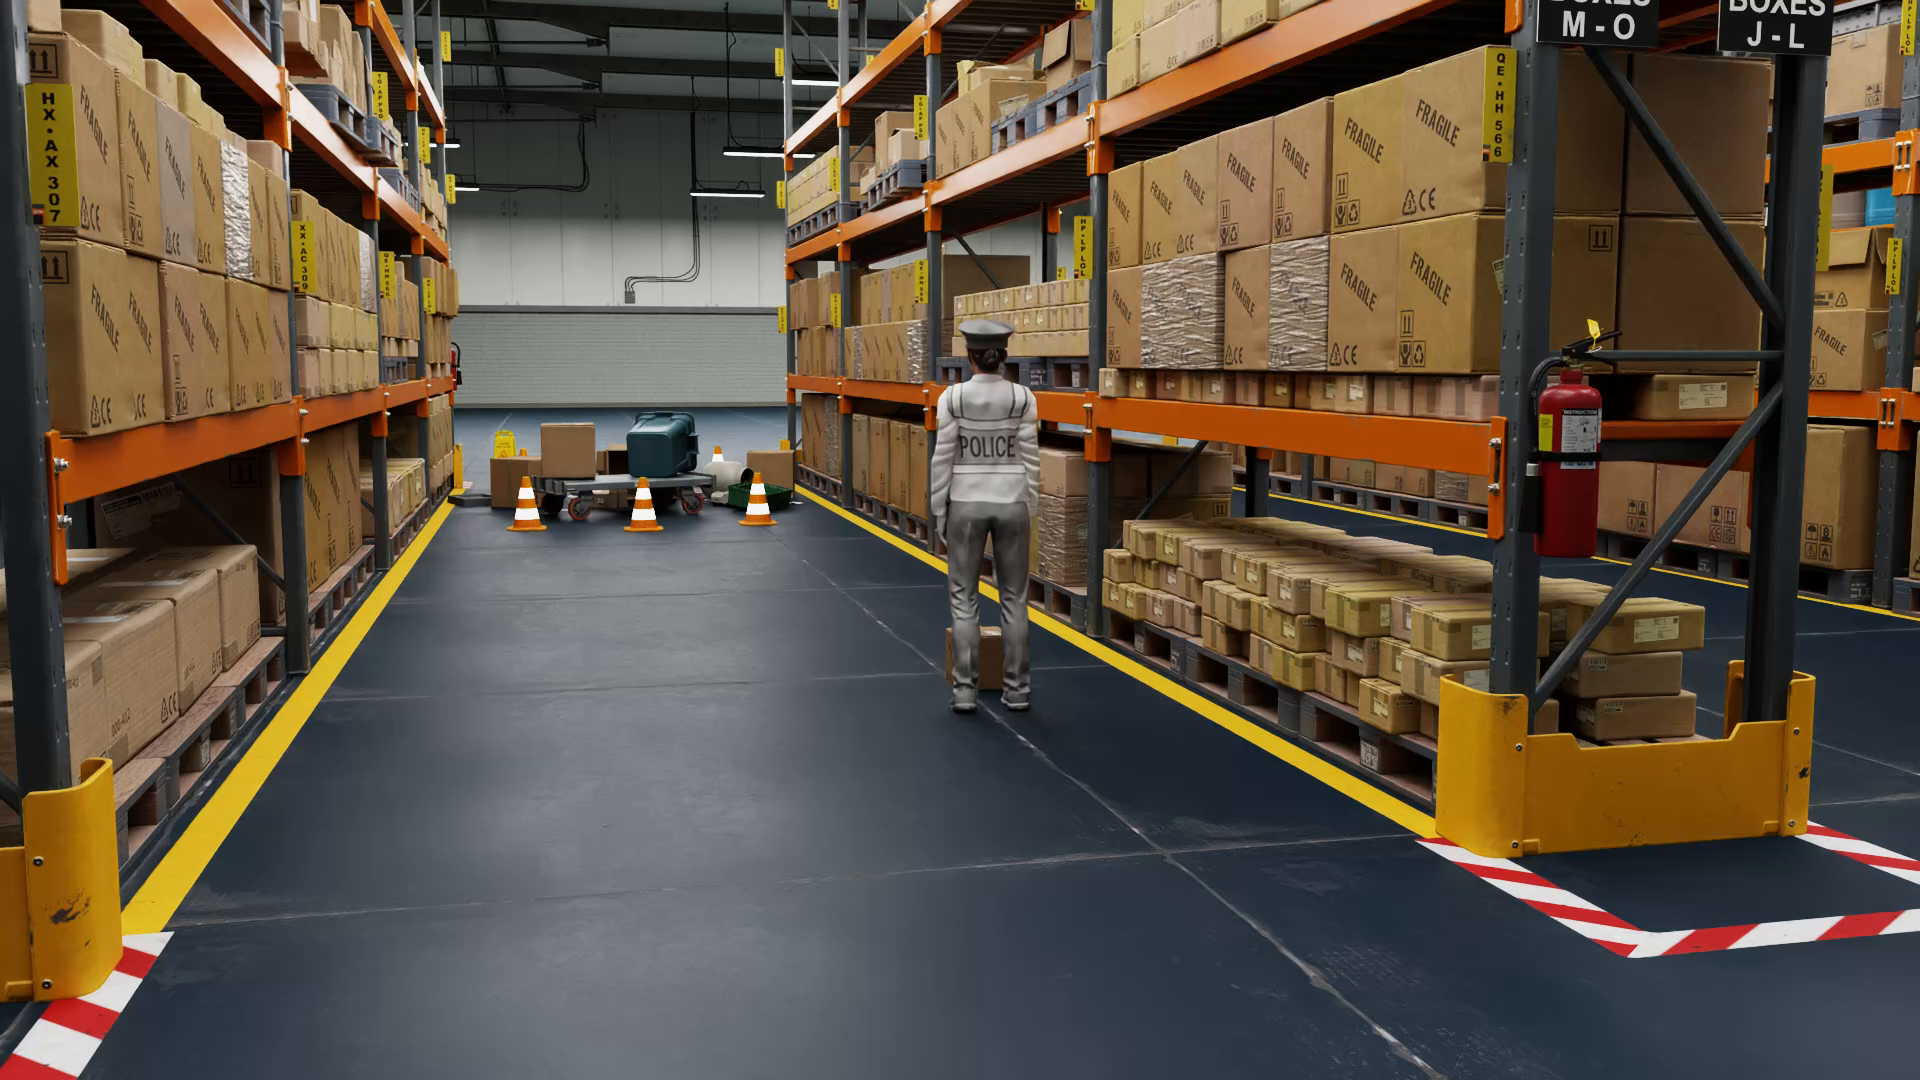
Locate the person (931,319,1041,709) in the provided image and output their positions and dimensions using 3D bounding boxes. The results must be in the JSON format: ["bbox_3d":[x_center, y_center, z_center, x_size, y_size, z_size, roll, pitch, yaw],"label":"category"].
[{"bbox_3d":[0.107,-0.099,7.133,0.467,1.688,0.333,0,6,-3],"label":"person"}]
